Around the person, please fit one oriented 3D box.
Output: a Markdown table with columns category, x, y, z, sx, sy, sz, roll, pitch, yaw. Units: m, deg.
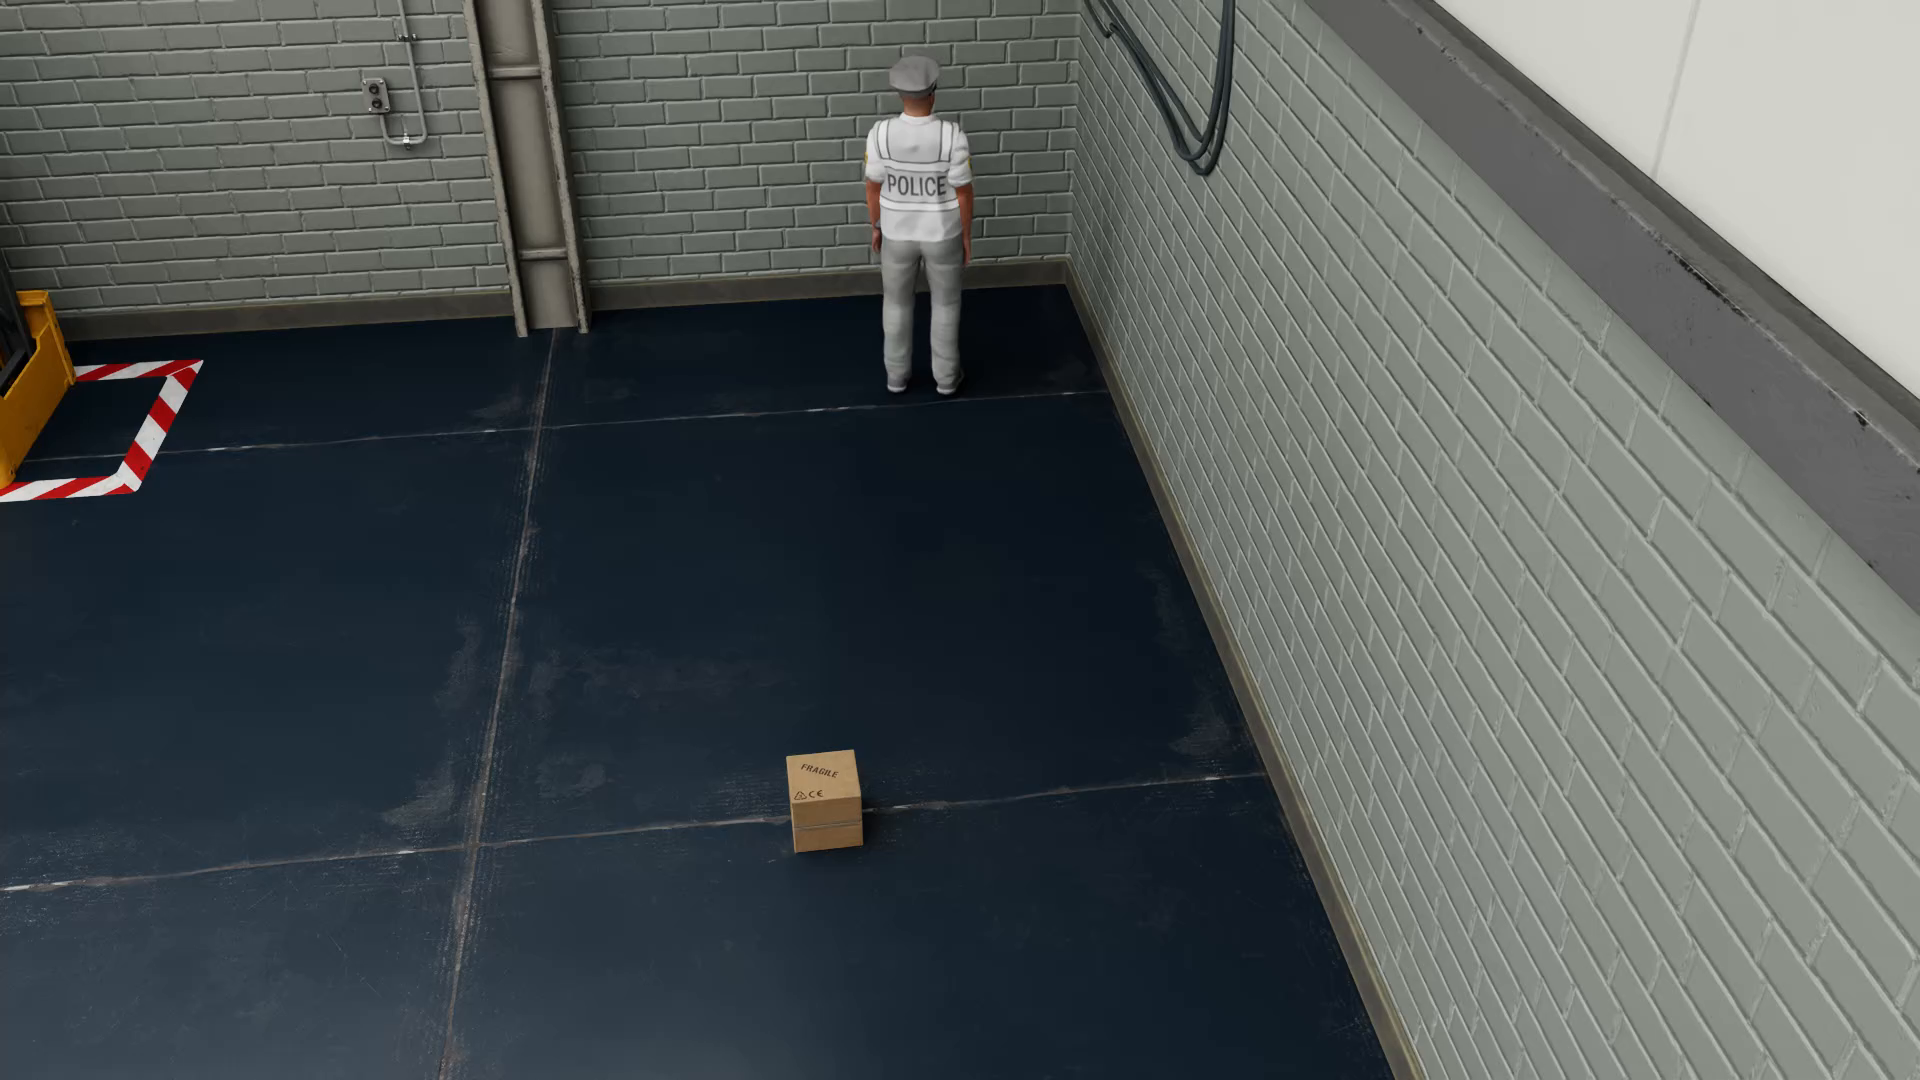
| category | x | y | z | sx | sy | sz | roll | pitch | yaw |
| --- | --- | --- | --- | --- | --- | --- | --- | --- | --- |
| person | -0.194 | -1.557 | 8.344 | 0.535 | 1.783 | 0.402 | 3 | 35 | 4 |
